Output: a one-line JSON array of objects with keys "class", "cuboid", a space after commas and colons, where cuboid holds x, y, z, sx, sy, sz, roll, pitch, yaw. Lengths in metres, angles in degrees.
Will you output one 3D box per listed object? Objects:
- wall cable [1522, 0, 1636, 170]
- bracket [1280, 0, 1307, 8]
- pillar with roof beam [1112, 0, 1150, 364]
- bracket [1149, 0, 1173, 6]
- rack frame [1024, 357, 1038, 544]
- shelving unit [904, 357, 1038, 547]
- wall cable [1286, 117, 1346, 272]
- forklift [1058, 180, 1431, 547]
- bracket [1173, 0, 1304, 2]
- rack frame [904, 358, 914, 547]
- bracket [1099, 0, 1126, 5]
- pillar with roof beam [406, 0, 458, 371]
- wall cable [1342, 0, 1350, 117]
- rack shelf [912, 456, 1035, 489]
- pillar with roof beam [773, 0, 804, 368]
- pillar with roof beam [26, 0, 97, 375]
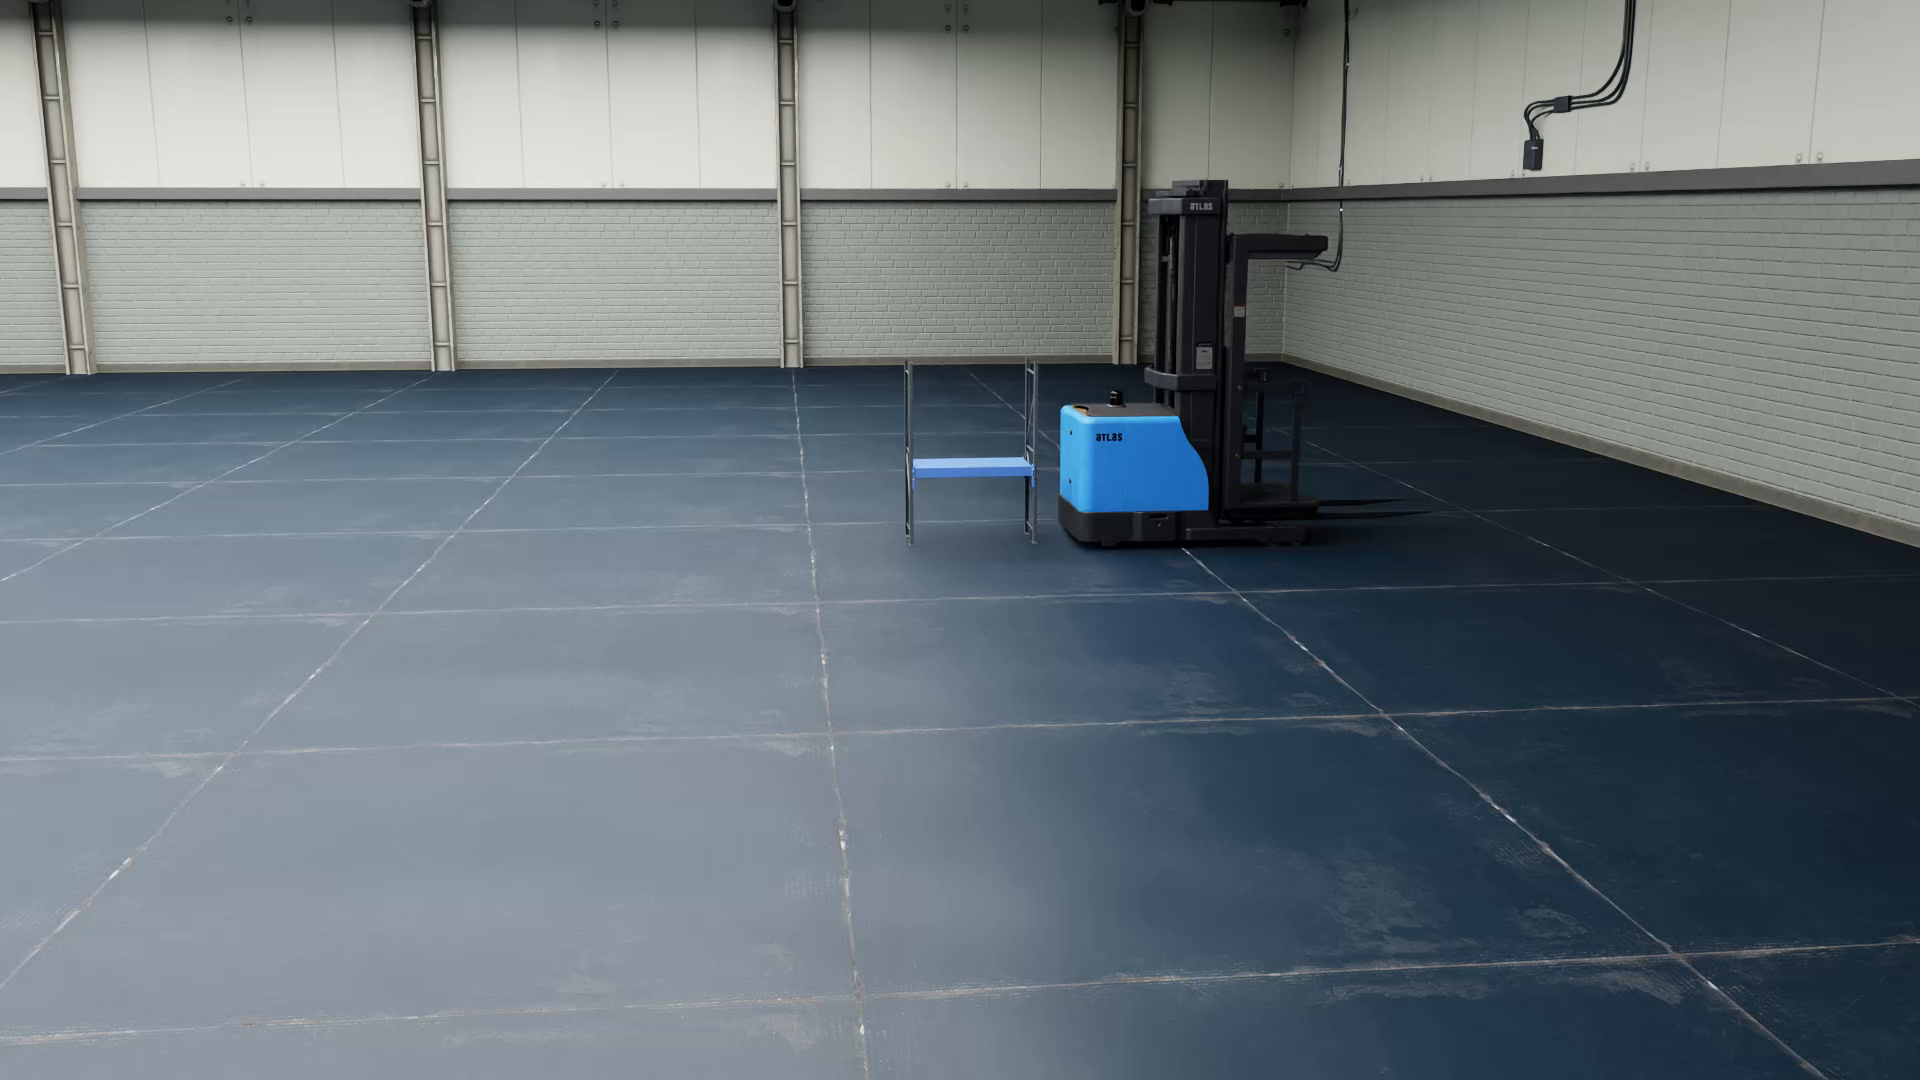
[{"class": "wall cable", "cuboid": [7.065, -7.272, 18.715, 0.169, 6.003, 2.305, -1, 11, -6]}, {"class": "bracket", "cuboid": [5.791, -9.373, 28.885, 0.430, 0.232, 0.235, -1, 11, -6]}, {"class": "pillar with roof beam", "cuboid": [3.449, -6.791, 25.084, 0.548, 9.000, 9.100, -1, 11, -6]}, {"class": "bracket", "cuboid": [3.435, -9.323, 28.634, 0.430, 0.232, 0.235, -1, 11, -6]}, {"class": "rack frame", "cuboid": [0.590, -0.748, 13.786, 0.032, 1.500, 0.500, -1, 11, -6]}, {"class": "shelving unit", "cuboid": [0.085, -0.738, 13.732, 1.048, 1.500, 0.538, -1, 11, -6]}, {"class": "wall cable", "cuboid": [6.056, -5.901, 28.605, 0.112, 2.526, 3.097, -1, 11, -6]}, {"class": "forklift", "cuboid": [2.402, -1.485, 13.824, 3.031, 2.935, 1.130, -1, 11, -7]}, {"class": "bracket", "cuboid": [5.204, -9.361, 28.822, 3.189, 0.066, 0.076, -1, 11, -6]}, {"class": "rack frame", "cuboid": [-0.421, -0.727, 13.679, 0.032, 1.500, 0.500, -1, 11, -6]}, {"class": "bracket", "cuboid": [2.610, -9.306, 28.546, 0.430, 0.232, 0.235, -1, 11, -6]}, {"class": "pillar with roof beam", "cuboid": [-8.481, -6.541, 23.812, 0.548, 9.000, 9.100, -1, 11, -6]}, {"class": "wall cable", "cuboid": [6.348, -7.860, 25.479, 0.112, 2.526, 3.097, -1, 11, -6]}, {"class": "rack shelf", "cuboid": [0.085, -0.561, 13.767, 1.000, 0.185, 0.538, -1, 11, -6]}, {"class": "pillar with roof beam", "cuboid": [-2.516, -6.666, 24.448, 0.548, 9.000, 9.100, -1, 11, -6]}, {"class": "pillar with roof beam", "cuboid": [-14.446, -6.416, 23.177, 0.548, 9.000, 9.100, -1, 11, -6]}]
